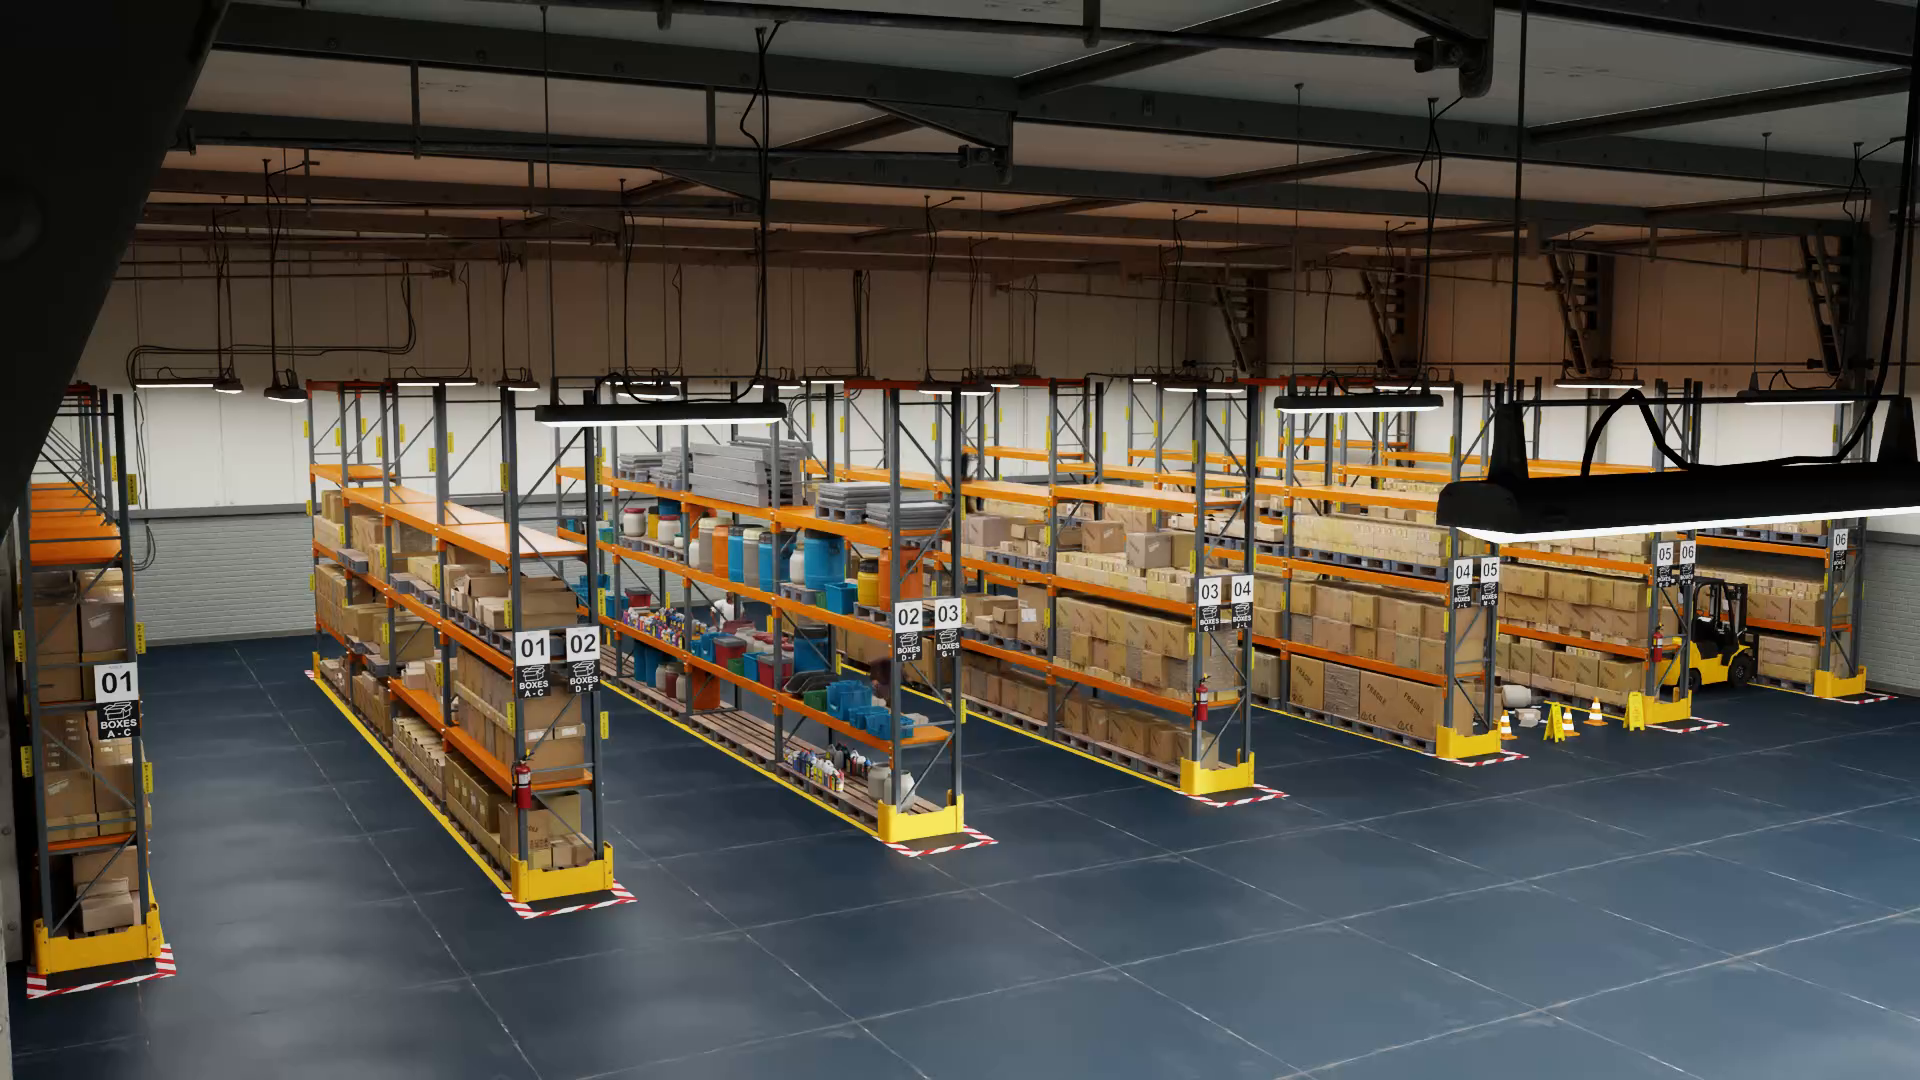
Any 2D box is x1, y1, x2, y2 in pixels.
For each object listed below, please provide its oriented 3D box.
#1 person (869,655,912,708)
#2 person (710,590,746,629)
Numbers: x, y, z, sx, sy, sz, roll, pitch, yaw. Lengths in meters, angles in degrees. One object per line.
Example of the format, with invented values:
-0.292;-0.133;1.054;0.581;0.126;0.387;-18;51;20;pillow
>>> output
-1.248;2.524;28.418;0.878;1.599;0.742;4;7;34;person
-4.721;1.820;34.272;0.703;1.744;0.643;-4;7;-34;person
